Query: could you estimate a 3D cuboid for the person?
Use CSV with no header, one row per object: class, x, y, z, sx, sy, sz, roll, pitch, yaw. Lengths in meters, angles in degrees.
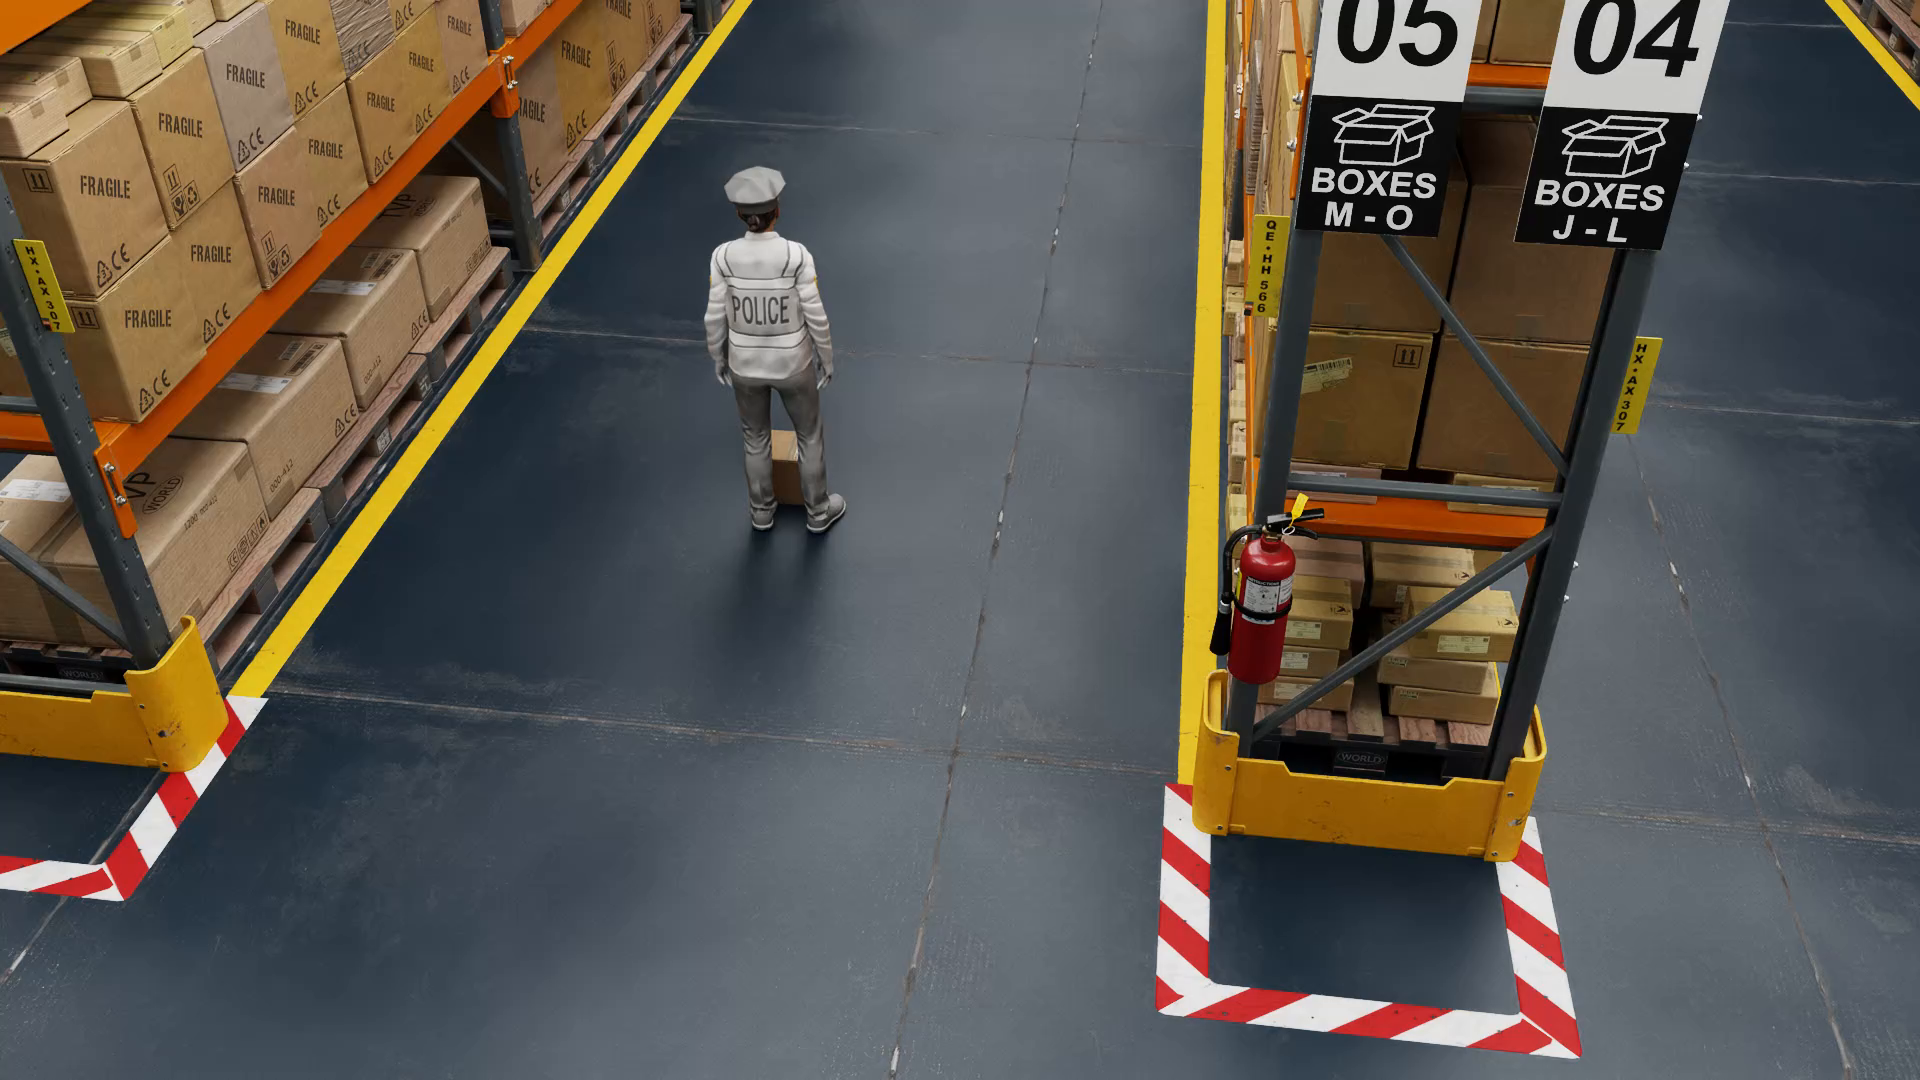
person,-0.811,-0.767,7.185,0.547,1.667,0.369,3,36,4
